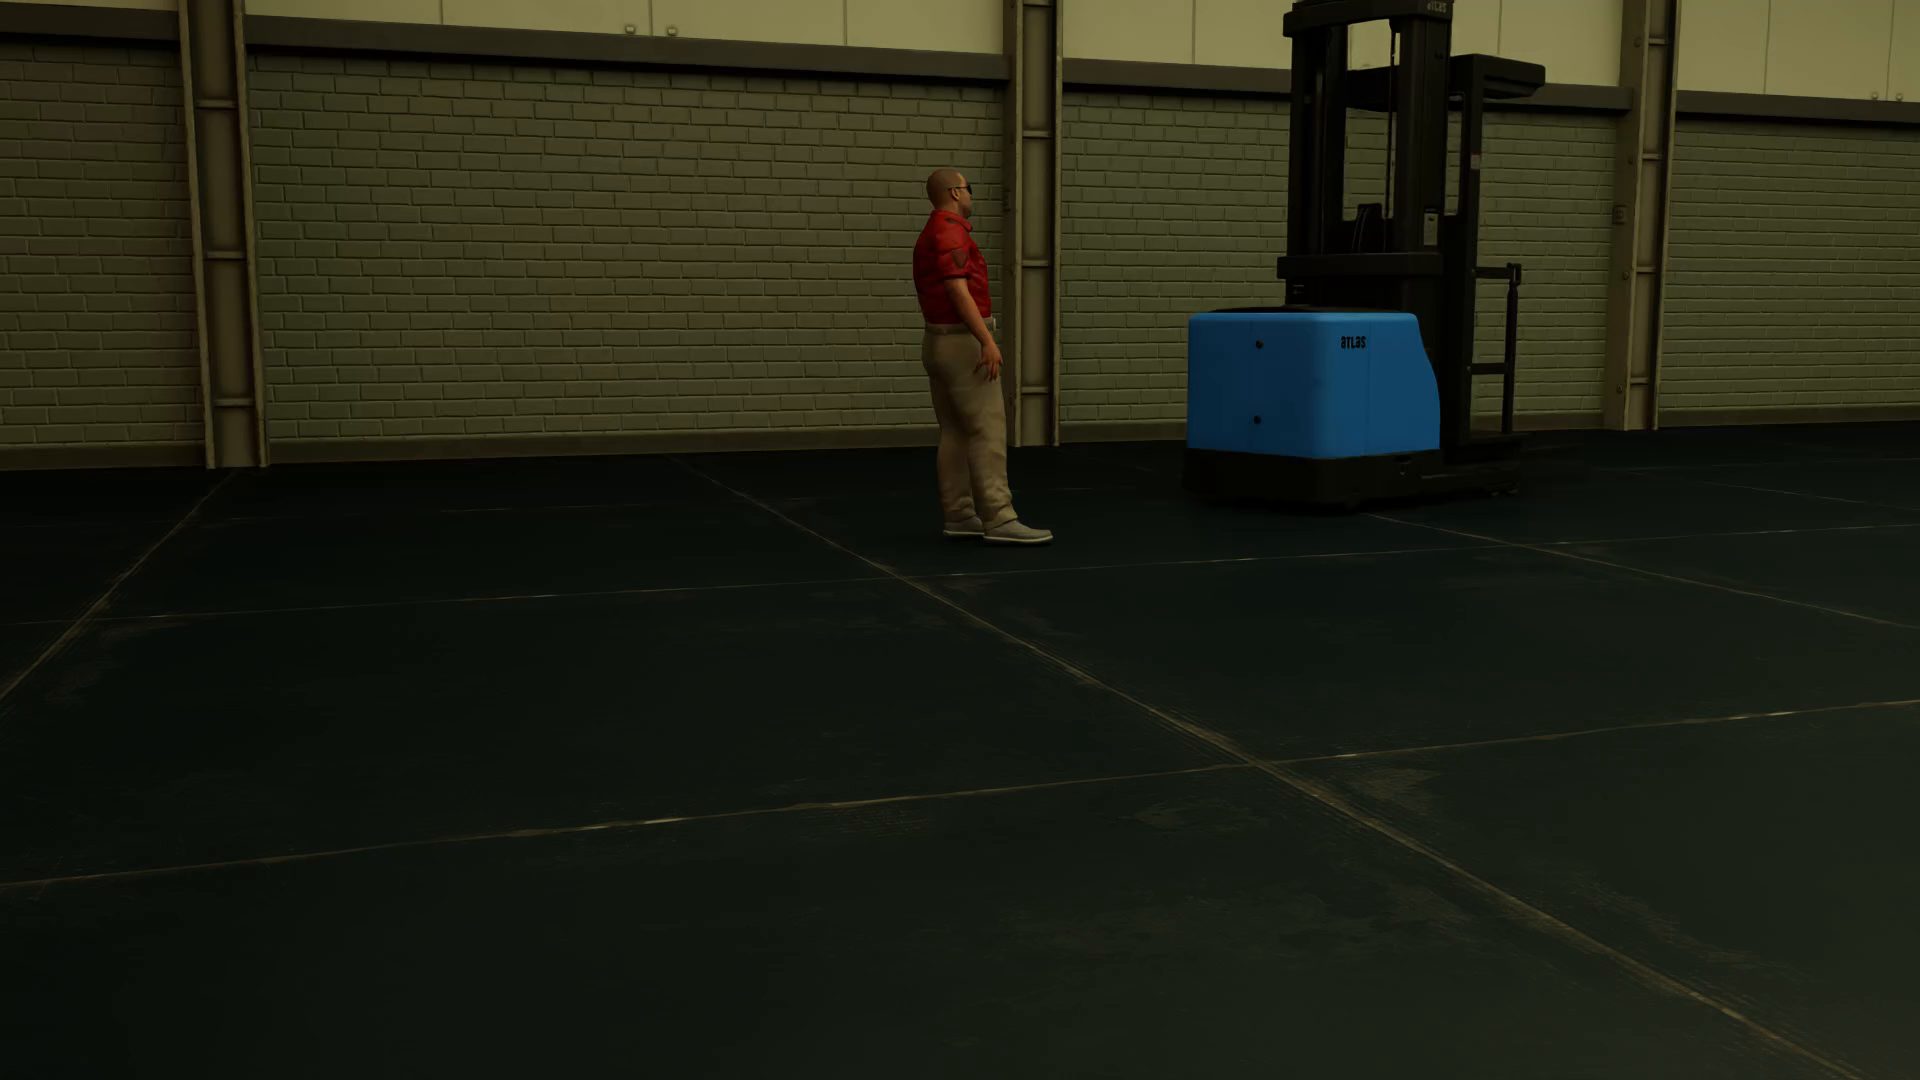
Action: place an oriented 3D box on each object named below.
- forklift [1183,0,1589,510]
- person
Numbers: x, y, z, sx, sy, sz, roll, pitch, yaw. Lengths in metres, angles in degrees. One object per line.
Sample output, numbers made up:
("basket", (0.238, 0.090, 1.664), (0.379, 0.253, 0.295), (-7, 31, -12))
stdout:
("forklift", (2.726, -1.752, 9.930), (3.031, 2.935, 1.130), (-7, 10, -40))
("person", (0.089, -0.866, 7.823), (0.551, 1.727, 0.640), (-3, 8, -18))
